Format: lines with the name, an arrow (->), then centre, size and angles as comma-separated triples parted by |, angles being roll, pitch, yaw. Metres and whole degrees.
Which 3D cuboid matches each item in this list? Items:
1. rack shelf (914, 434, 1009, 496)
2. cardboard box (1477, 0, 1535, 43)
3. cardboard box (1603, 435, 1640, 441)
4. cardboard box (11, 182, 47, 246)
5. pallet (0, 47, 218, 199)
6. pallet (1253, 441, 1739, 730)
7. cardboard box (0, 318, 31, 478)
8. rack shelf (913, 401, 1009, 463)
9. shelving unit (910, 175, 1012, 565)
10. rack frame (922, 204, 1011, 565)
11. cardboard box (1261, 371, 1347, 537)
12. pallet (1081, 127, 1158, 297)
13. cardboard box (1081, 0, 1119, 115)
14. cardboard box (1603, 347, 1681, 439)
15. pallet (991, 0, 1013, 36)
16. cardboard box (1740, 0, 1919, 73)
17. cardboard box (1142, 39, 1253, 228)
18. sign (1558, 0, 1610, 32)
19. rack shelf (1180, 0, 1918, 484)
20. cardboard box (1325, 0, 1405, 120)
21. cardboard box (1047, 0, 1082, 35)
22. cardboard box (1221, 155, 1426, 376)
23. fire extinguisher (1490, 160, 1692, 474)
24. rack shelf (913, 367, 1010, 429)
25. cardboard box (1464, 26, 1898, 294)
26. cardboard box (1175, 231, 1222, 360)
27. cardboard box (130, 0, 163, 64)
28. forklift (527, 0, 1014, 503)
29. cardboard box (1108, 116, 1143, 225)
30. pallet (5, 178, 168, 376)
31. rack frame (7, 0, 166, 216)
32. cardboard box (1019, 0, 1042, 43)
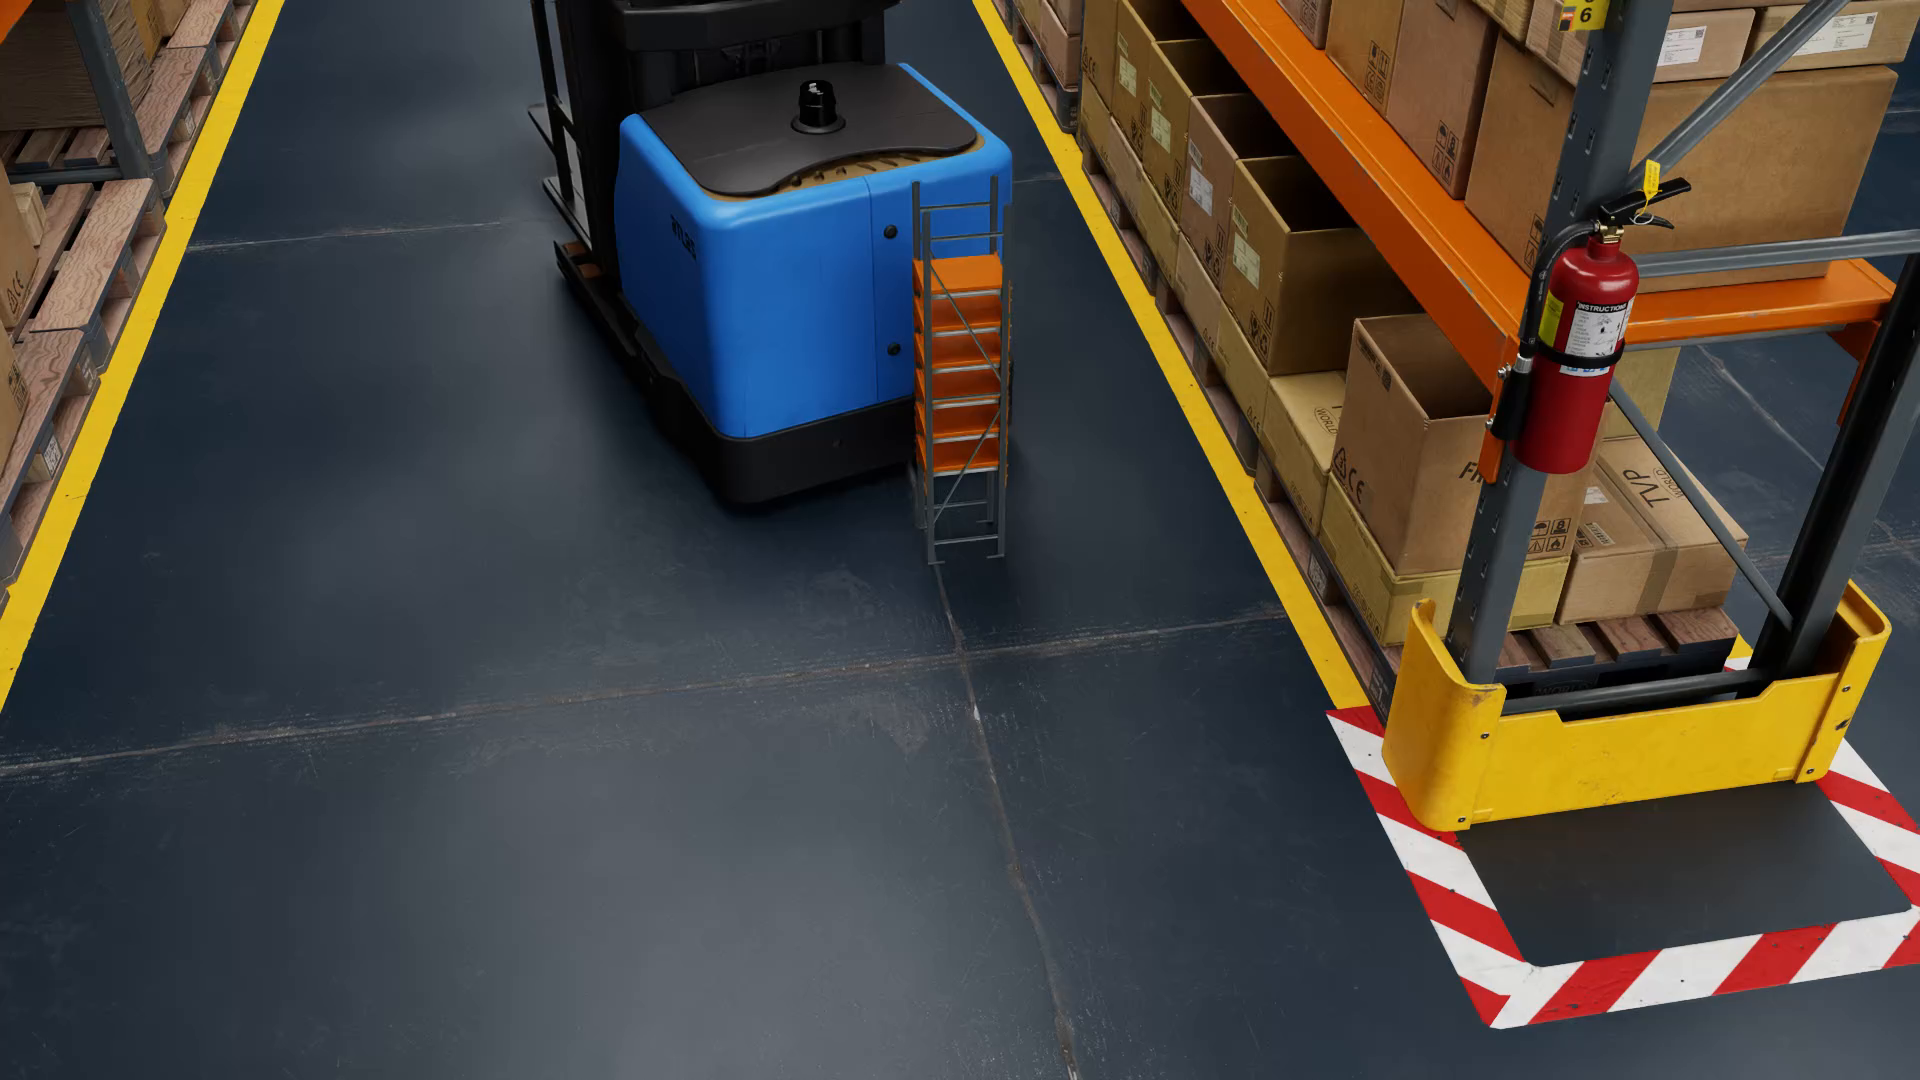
rack shelf -> 0.003, -0.240, 5.045 | 0.258, 0.103, 0.180 | -6, 38, -8
cardboard box -> 1.430, -1.272, 3.832 | 0.380, 0.149, 0.250 | -5, 38, -7
cardboard box -> 1.766, -0.337, 5.138 | 0.500, 0.250, 0.500 | -6, 38, -8
cardboard box -> -3.722, -1.224, 6.331 | 0.380, 0.166, 0.250 | -11, 39, -14
pallet -> -3.983, -1.858, 7.469 | 1.003, 0.211, 1.213 | -6, 38, -8
pallet -> 1.557, 0.036, 5.032 | 1.003, 0.211, 1.213 | -6, 38, -8
cardboard box -> -3.356, -0.480, 5.102 | 0.700, 0.500, 0.500 | -9, 39, -11
rack shelf -> 0.003, -0.335, 4.972 | 0.258, 0.103, 0.180 | -6, 38, -8
shelving unit -> 0.003, -0.465, 4.871 | 0.258, 1.200, 0.189 | -6, 38, -8
rack frame -> 0.019, -0.410, 4.800 | 0.240, 1.200, 0.006 | -6, 38, -8
cardboard box -> 1.248, -0.281, 5.065 | 0.500, 0.250, 0.500 | -6, 38, -8
pallet -> 1.129, -1.438, 6.929 | 1.003, 0.211, 1.213 | -6, 38, -8
cardboard box -> 0.804, -2.086, 6.778 | 0.500, 0.500, 0.500 | -6, 38, -8
cardboard box -> 1.767, -0.634, 4.908 | 0.500, 0.500, 0.500 | -6, 38, -8
pallet -> 0.646, -3.102, 9.071 | 1.003, 0.211, 1.213 | -6, 38, -8
cardboard box -> 1.875, -1.164, 3.693 | 0.380, 0.149, 0.250 | -6, 38, -8
cardboard box -> 0.979, -1.482, 6.001 | 0.500, 0.500, 0.500 | -6, 38, -8
sign -> 1.195, -1.109, 3.095 | 0.100, 0.325, 0.005 | -6, 38, -8
rack shelf -> 1.381, -1.532, 5.363 | 1.077, 0.370, 4.000 | -6, 38, -8
cardboard box -> 1.485, -1.548, 4.716 | 0.700, 0.500, 0.500 | -6, 38, -8
cardboard box -> 0.678, -2.539, 7.515 | 0.500, 0.311, 0.500 | -6, 38, -8
cardboard box -> 1.155, -0.878, 5.223 | 0.500, 0.500, 0.500 | -6, 38, -8
fire extinguisher -> 1.295, -0.456, 3.455 | 0.296, 0.674, 0.183 | -6, 38, -8
rack shelf -> 0.003, -0.430, 4.898 | 0.258, 0.103, 0.180 | -6, 38, -8
cardboard box -> 1.663, -0.931, 3.922 | 0.700, 0.500, 0.500 | -6, 38, -8
cardboard box -> 1.072, -0.885, 5.843 | 0.500, 0.250, 0.500 | -6, 38, -8
cardboard box -> -4.131, -2.425, 7.605 | 0.700, 0.500, 0.500 | -7, 38, -9
forklift -> -0.934, -2.169, 5.653 | 1.130, 2.935, 3.031 | -17, 41, -21
cardboard box -> 0.896, -1.489, 6.620 | 0.500, 0.250, 0.500 | -6, 38, -8
pallet -> -3.693, -0.986, 6.347 | 1.003, 0.211, 1.213 | -6, 38, -8
rack frame -> -3.846, -2.489, 6.009 | 1.000, 3.000, 0.127 | -6, 38, -8
cardboard box -> 0.586, -2.629, 8.088 | 0.500, 0.250, 0.500 | -7, 38, -9
